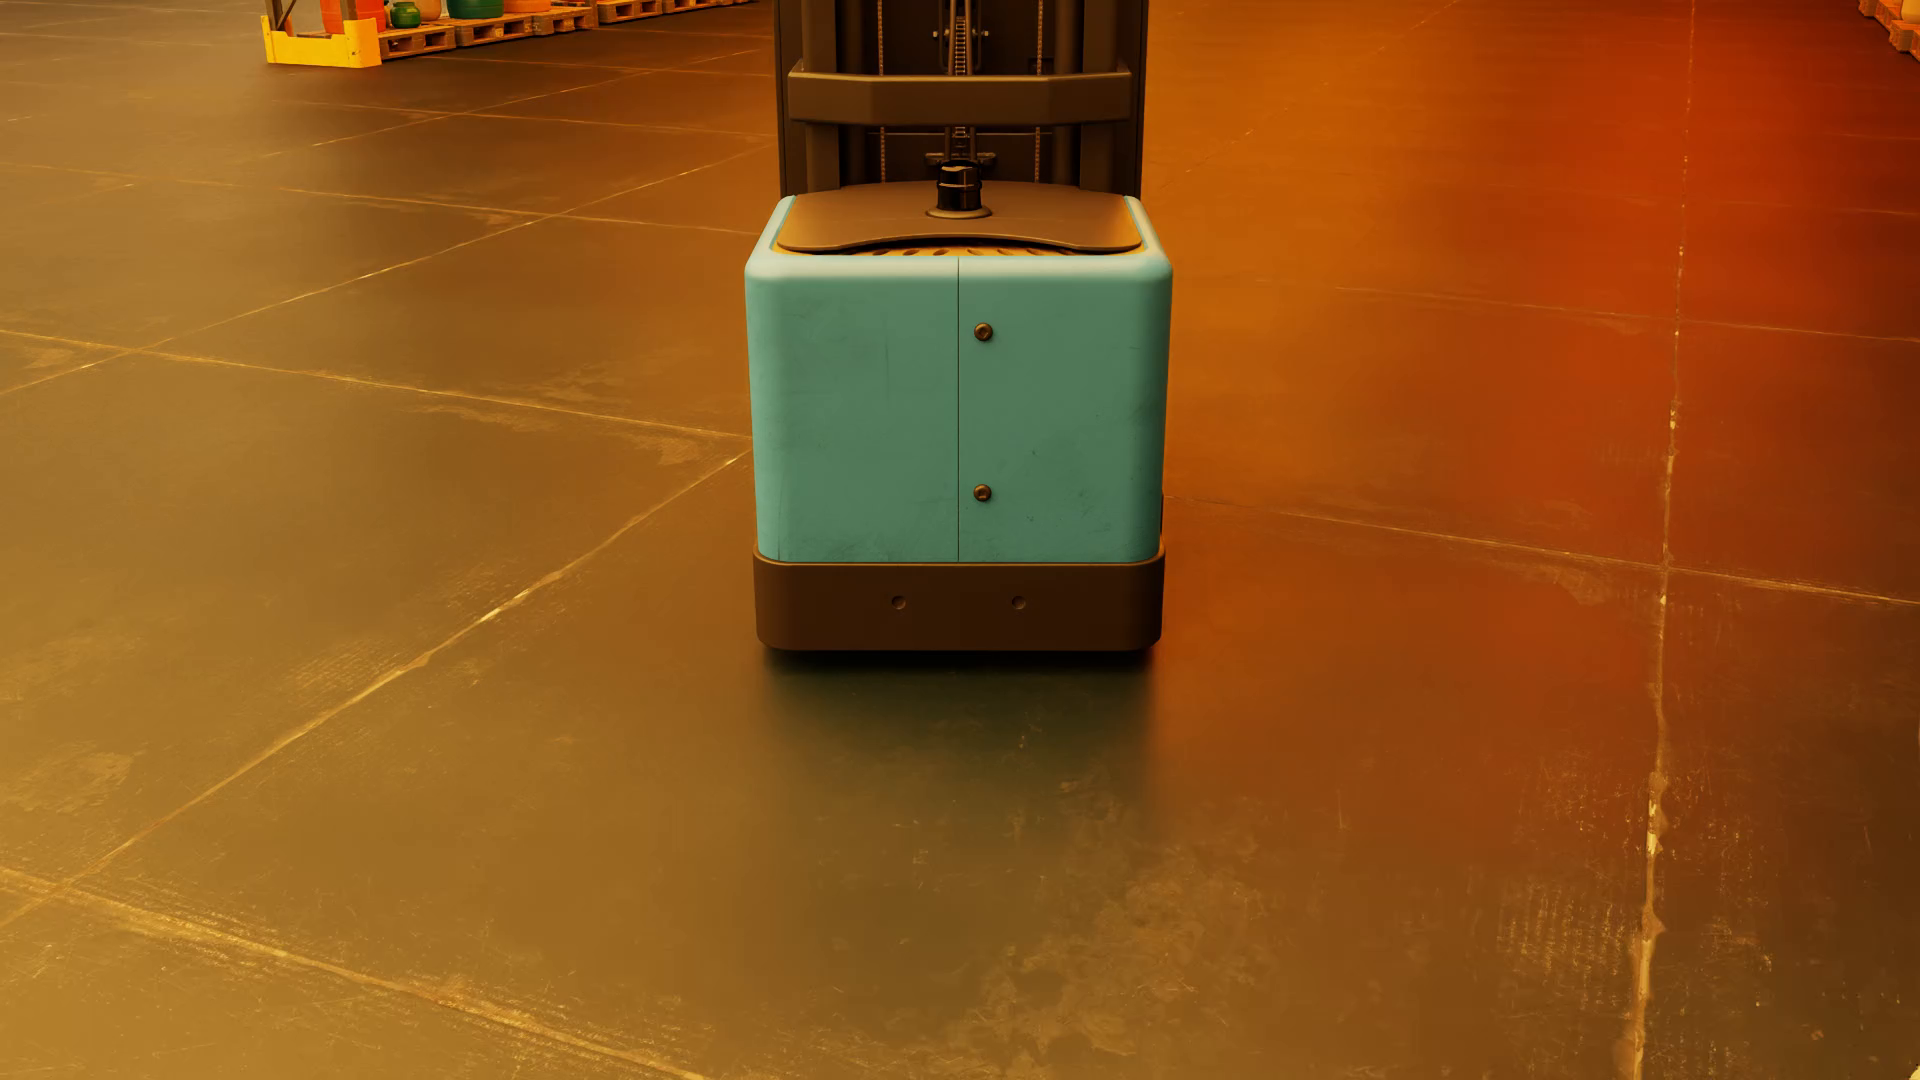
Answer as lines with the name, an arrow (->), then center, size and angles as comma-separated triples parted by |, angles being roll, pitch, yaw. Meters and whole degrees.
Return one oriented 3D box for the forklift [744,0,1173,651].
forklift -> 0.002, -1.587, 5.089 | 1.130, 2.935, 3.031 | 0, 23, 0
